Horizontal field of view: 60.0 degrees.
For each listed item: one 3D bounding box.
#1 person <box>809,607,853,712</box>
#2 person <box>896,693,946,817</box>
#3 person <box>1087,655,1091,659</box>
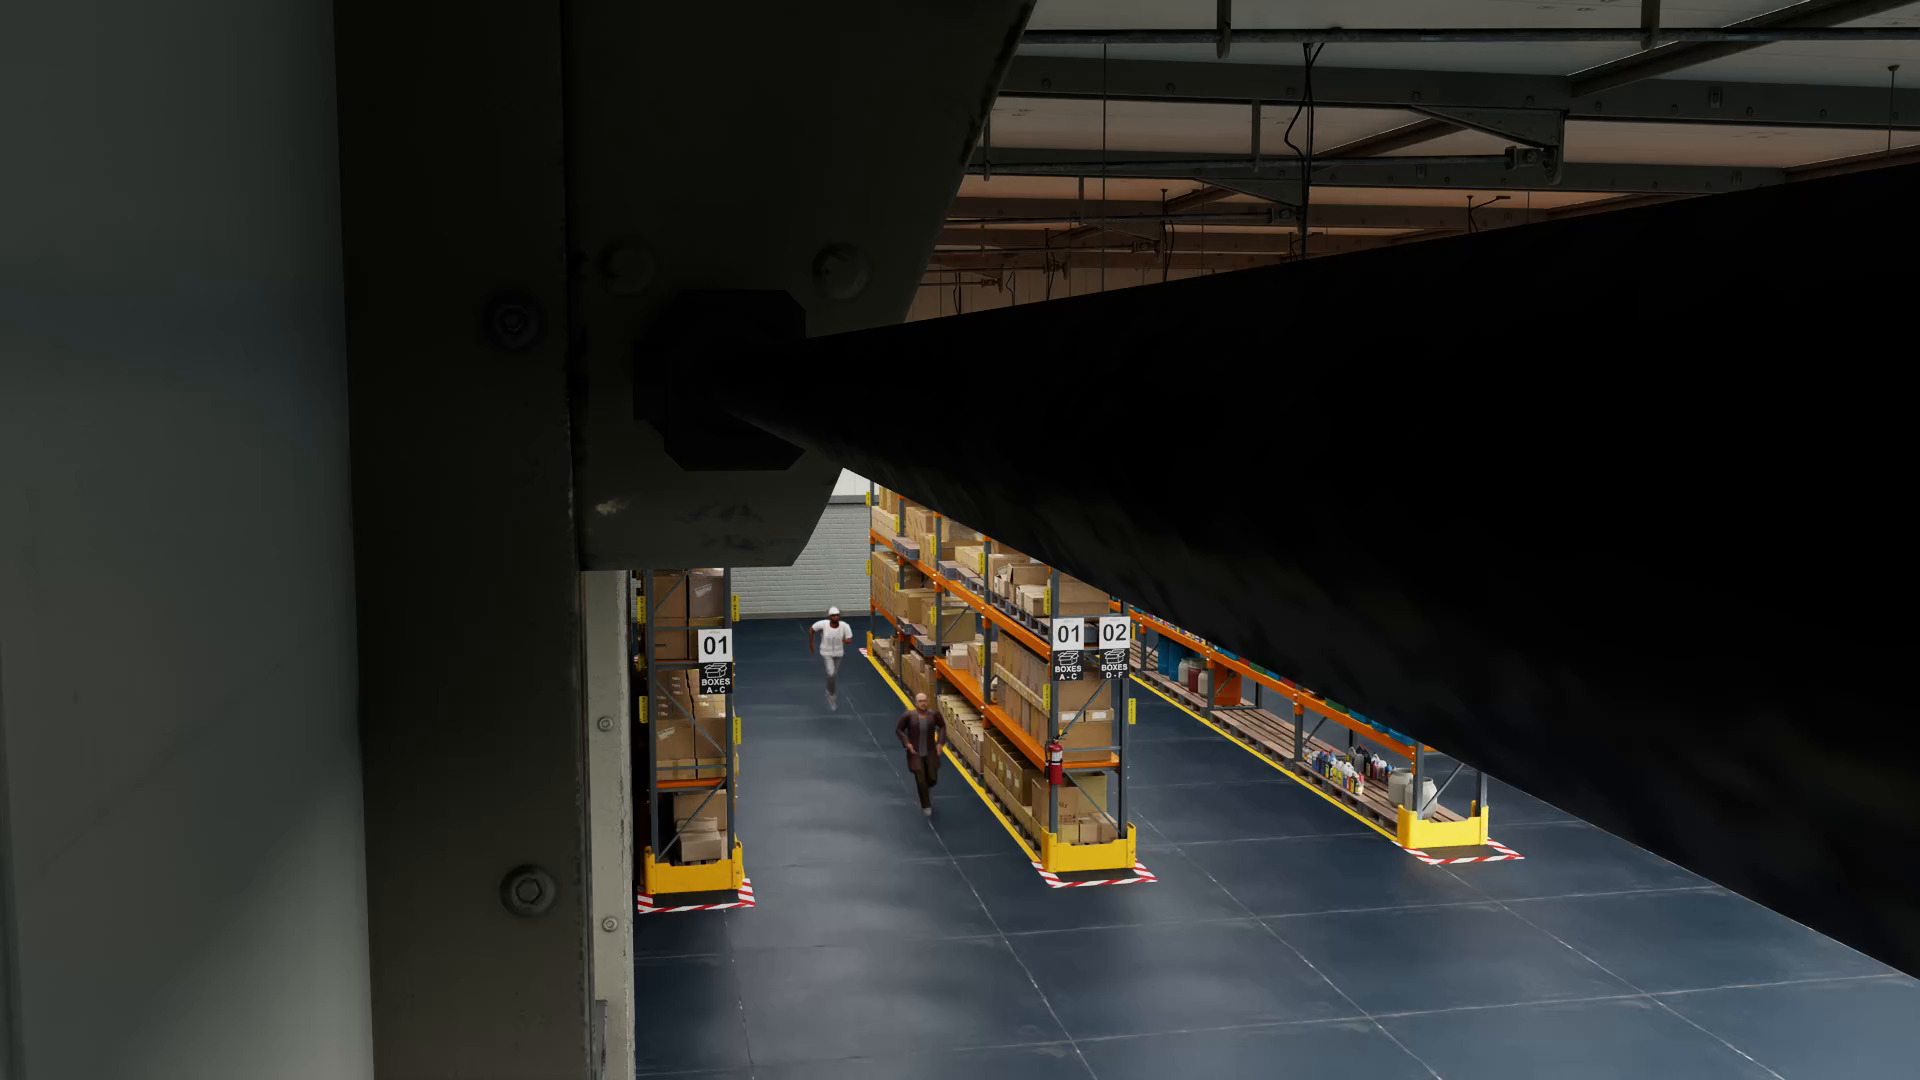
[{"bbox_3d":[-2.285,2.109,29.712,0.729,1.858,0.807,-2,6,-17],"label":"person"},{"bbox_3d":[-0.547,3.015,23.590,0.729,1.737,0.627,-1,6,-9],"label":"person"},{"bbox_3d":[2.169,2.103,30.002,0.607,1.689,0.886,-2,6,-18],"label":"person"}]
